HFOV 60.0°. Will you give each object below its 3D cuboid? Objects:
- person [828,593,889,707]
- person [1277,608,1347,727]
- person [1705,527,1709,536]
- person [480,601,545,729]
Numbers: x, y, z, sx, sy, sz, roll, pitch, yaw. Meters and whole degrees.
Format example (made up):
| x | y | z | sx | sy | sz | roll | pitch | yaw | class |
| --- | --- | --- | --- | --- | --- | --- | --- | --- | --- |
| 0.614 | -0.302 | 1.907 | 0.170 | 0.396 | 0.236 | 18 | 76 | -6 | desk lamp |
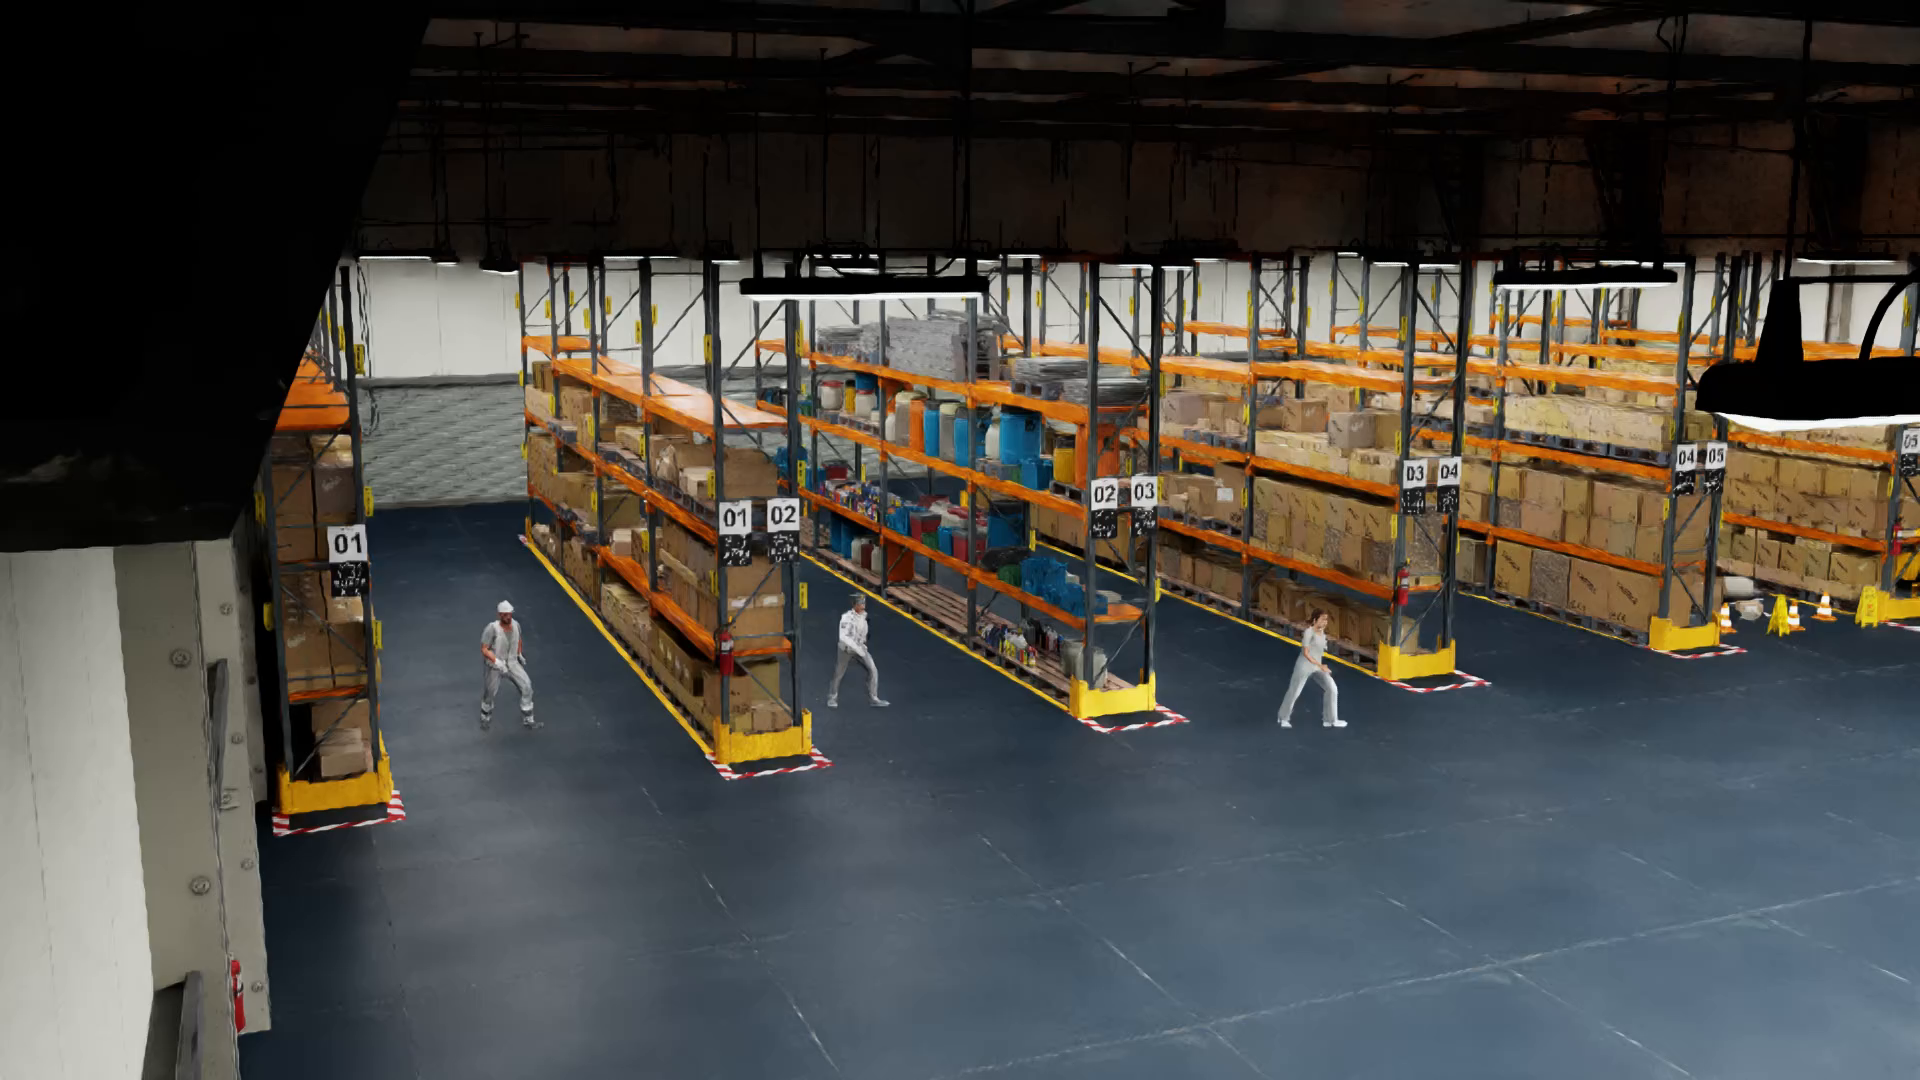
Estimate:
| x | y | z | sx | sy | sz | roll | pitch | yaw | class |
| --- | --- | --- | --- | --- | --- | --- | --- | --- | --- |
| -1.437 | 1.475 | 22.472 | 0.644 | 1.615 | 0.783 | -9 | 14 | -40 | person |
| 4.544 | 1.646 | 21.535 | 0.613 | 1.607 | 0.802 | -9 | 14 | -41 | person |
| 15.706 | -0.974 | 35.324 | 0.631 | 1.774 | 0.660 | 1 | 10 | 4 | person |
| -5.869 | 1.605 | 21.432 | 0.686 | 1.716 | 0.829 | -9 | 13 | -39 | person |
